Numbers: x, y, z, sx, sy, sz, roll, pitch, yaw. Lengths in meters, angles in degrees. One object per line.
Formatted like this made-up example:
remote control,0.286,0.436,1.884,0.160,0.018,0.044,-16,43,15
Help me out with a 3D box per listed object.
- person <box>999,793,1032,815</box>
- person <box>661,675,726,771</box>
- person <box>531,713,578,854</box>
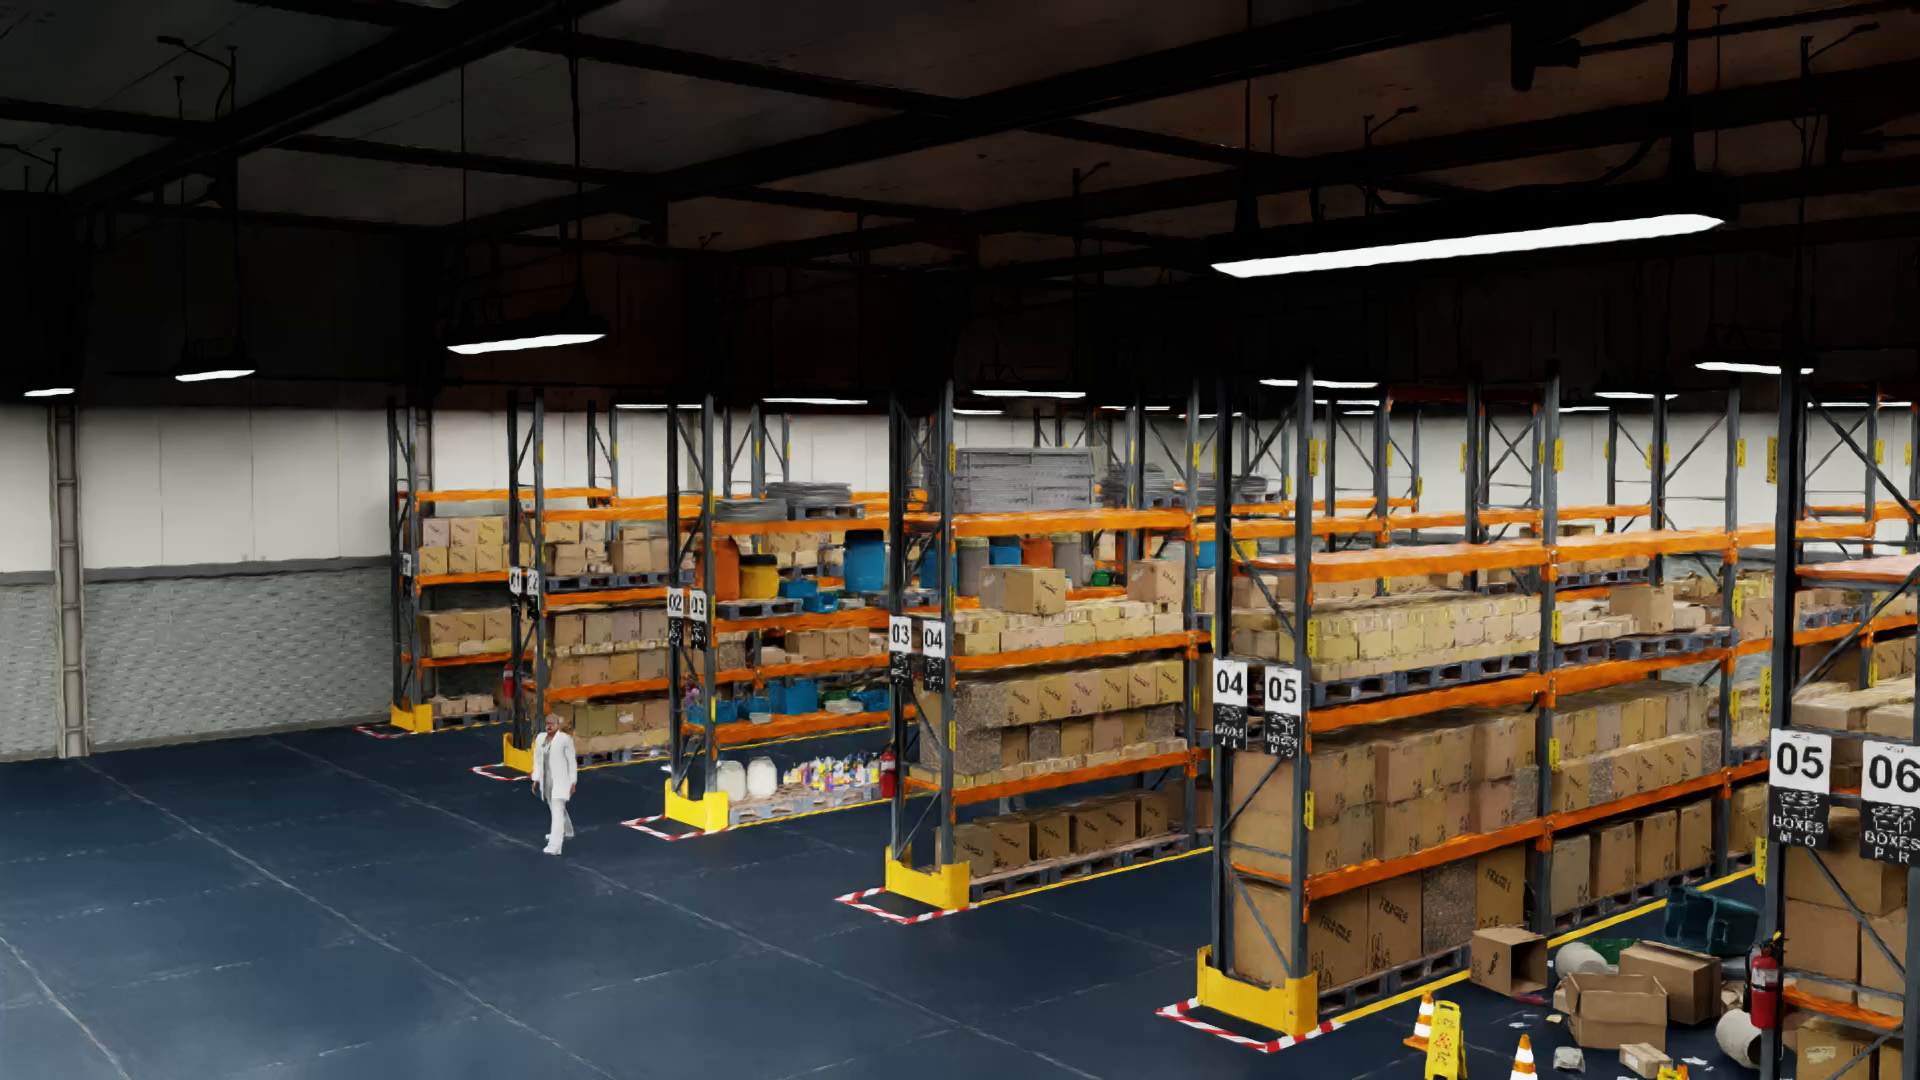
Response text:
person,0.780,2.971,23.039,0.422,1.677,0.502,1,4,21
person,-4.162,2.865,26.102,1.043,1.514,0.419,-3,4,-37
person,-5.162,3.057,21.090,0.626,1.749,1.010,2,4,24
